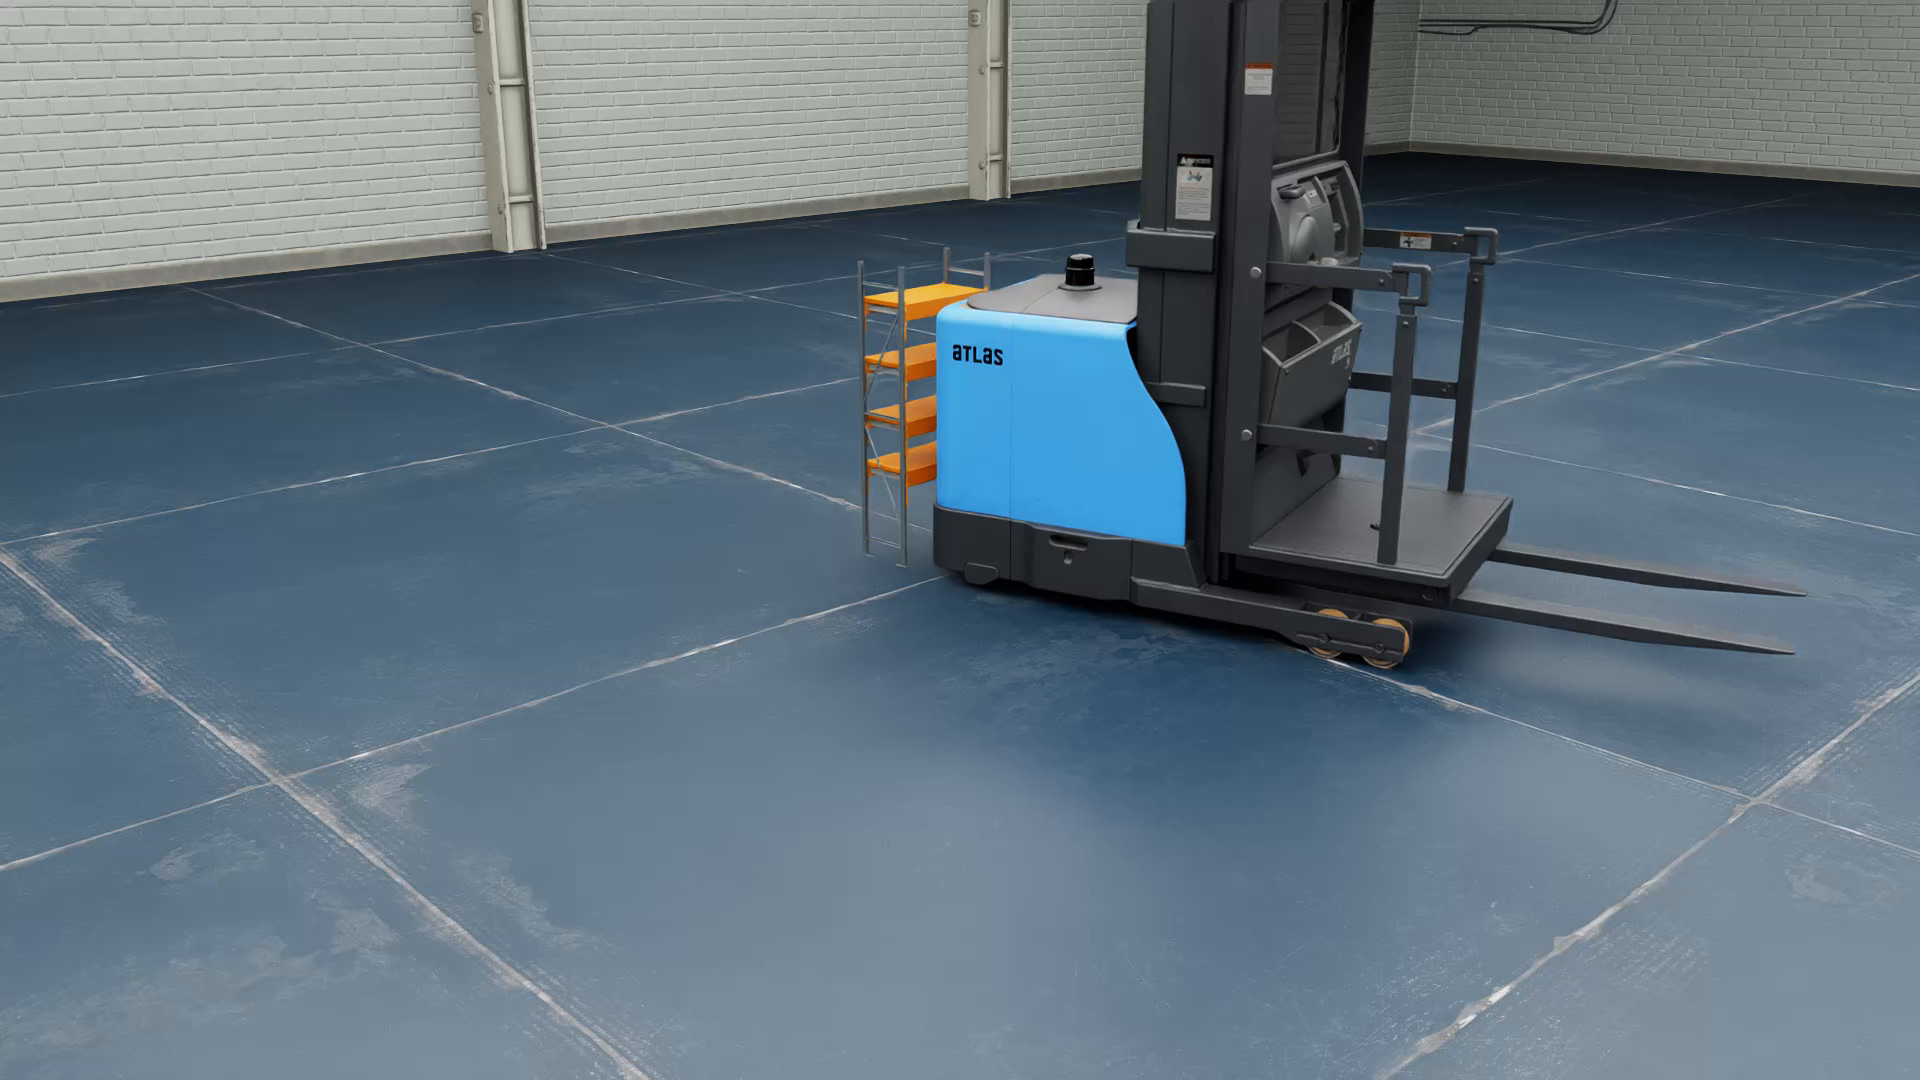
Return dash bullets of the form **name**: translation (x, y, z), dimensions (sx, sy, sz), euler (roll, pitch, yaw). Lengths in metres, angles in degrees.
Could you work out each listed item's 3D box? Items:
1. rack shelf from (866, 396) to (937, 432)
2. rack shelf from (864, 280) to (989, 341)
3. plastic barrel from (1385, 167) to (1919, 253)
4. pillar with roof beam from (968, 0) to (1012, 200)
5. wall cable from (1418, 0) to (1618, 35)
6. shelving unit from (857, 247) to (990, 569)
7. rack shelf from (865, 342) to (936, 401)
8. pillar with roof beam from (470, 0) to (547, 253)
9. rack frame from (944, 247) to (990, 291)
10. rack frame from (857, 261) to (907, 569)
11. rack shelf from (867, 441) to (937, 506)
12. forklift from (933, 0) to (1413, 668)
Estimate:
- **rack shelf**: translation (-0.138, -0.511, 6.706), dimensions (0.221, 0.050, 0.457), euler (16, 24, 40)
- **rack shelf**: translation (-0.138, -0.911, 6.576), dimensions (0.258, 0.148, 0.480), euler (16, 24, 40)
- **plastic barrel**: translation (1.336, -0.769, 3.357), dimensions (38.471, 3.701, 17.930), euler (-16, 24, -41)
- **pillar with roof beam**: translation (3.294, -7.246, 14.742), dimensions (0.400, 9.000, 9.100), euler (-16, 24, -41)
- **wall cable**: translation (7.745, -8.333, 23.129), dimensions (0.112, 2.526, 3.097), euler (-16, 24, -41)
- **shelving unit**: translation (-0.138, -0.538, 6.697), dimensions (0.258, 1.200, 0.503), euler (16, 24, 40)
- **rack shelf**: translation (-0.138, -0.686, 6.649), dimensions (0.258, 0.148, 0.480), euler (16, 24, 40)
- **pillar with roof beam**: translation (-1.066, -5.974, 10.821), dimensions (0.400, 9.000, 9.100), euler (-16, 24, -41)
- **rack frame**: translation (0.027, -0.593, 6.868), dimensions (0.240, 1.200, 0.015), euler (16, 24, 40)
- **rack frame**: translation (-0.303, -0.482, 6.526), dimensions (0.240, 1.200, 0.015), euler (16, 24, 40)
- **rack shelf**: translation (-0.138, -0.285, 6.779), dimensions (0.258, 0.148, 0.480), euler (16, 24, 40)
- **forklift**: translation (0.959, -1.197, 6.028), dimensions (1.939, 2.867, 1.129), euler (10, 20, 27)
